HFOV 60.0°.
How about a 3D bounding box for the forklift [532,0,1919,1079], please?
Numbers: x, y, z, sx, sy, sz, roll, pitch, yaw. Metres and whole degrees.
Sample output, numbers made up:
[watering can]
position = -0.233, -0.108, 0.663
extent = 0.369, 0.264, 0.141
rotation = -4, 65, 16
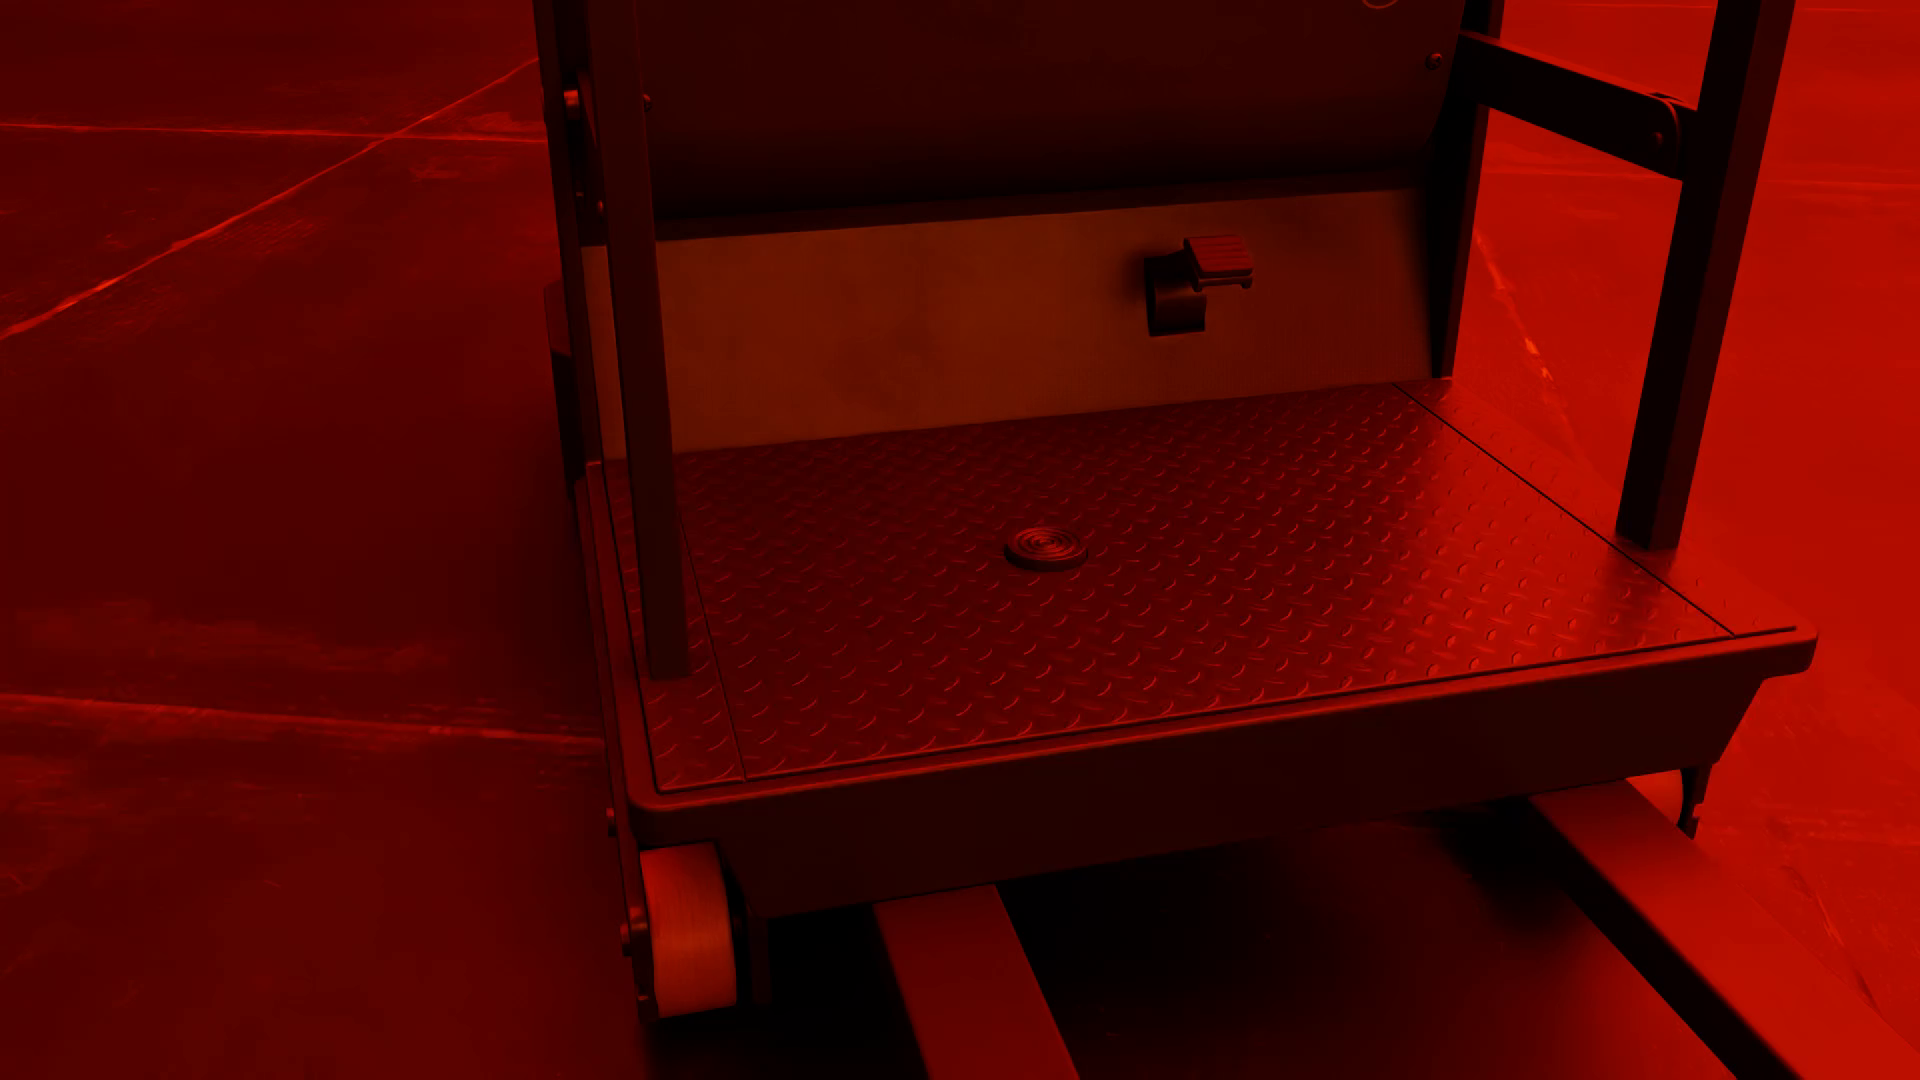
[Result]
[forklift]
position = 0.153, -1.049, 1.319
extent = 1.130, 2.935, 3.031
rotation = -7, 27, -13
